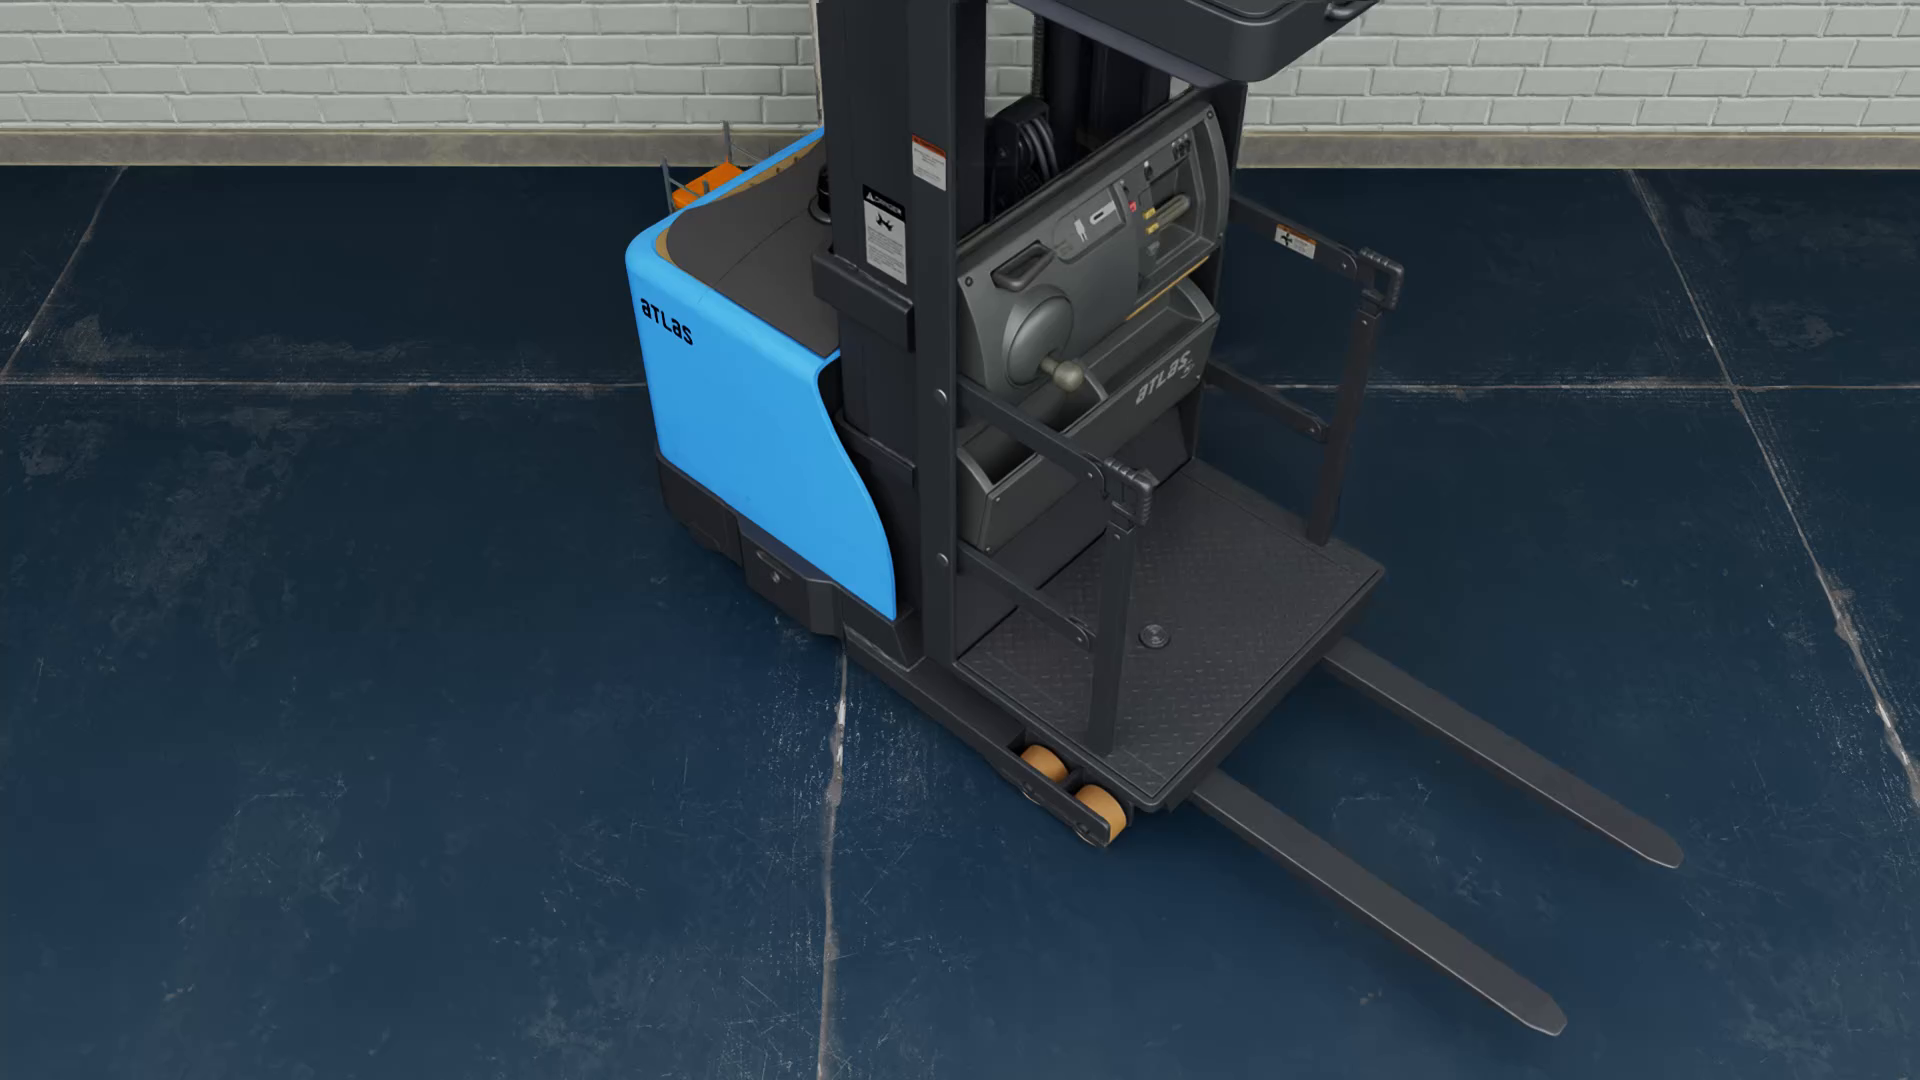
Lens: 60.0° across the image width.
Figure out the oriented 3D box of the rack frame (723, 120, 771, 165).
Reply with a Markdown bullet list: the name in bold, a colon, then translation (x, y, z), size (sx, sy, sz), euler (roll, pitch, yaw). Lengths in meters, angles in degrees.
- **rack frame**: translation (-0.635, -0.850, 5.324), size (0.200, 1.050, 0.008), euler (34, 55, 27)

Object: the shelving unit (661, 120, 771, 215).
- **shelving unit**: translation (-0.717, -0.784, 5.263), size (0.215, 1.050, 0.252), euler (34, 55, 27)

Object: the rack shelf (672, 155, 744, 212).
- **rack shelf**: translation (-0.717, -0.970, 5.063), size (0.215, 0.259, 0.240), euler (34, 55, 27)

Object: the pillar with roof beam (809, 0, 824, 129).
- **pillar with roof beam**: translation (-0.344, -1.317, 0.328), size (0.400, 9.000, 9.100), euler (0, 47, 0)

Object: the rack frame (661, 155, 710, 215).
- **rack frame**: translation (-0.799, -0.718, 5.201), size (0.200, 1.050, 0.008), euler (34, 55, 27)

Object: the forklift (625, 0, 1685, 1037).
- **forklift**: translation (0.492, -0.615, 3.820), size (3.031, 2.935, 1.130), euler (34, 55, 27)
